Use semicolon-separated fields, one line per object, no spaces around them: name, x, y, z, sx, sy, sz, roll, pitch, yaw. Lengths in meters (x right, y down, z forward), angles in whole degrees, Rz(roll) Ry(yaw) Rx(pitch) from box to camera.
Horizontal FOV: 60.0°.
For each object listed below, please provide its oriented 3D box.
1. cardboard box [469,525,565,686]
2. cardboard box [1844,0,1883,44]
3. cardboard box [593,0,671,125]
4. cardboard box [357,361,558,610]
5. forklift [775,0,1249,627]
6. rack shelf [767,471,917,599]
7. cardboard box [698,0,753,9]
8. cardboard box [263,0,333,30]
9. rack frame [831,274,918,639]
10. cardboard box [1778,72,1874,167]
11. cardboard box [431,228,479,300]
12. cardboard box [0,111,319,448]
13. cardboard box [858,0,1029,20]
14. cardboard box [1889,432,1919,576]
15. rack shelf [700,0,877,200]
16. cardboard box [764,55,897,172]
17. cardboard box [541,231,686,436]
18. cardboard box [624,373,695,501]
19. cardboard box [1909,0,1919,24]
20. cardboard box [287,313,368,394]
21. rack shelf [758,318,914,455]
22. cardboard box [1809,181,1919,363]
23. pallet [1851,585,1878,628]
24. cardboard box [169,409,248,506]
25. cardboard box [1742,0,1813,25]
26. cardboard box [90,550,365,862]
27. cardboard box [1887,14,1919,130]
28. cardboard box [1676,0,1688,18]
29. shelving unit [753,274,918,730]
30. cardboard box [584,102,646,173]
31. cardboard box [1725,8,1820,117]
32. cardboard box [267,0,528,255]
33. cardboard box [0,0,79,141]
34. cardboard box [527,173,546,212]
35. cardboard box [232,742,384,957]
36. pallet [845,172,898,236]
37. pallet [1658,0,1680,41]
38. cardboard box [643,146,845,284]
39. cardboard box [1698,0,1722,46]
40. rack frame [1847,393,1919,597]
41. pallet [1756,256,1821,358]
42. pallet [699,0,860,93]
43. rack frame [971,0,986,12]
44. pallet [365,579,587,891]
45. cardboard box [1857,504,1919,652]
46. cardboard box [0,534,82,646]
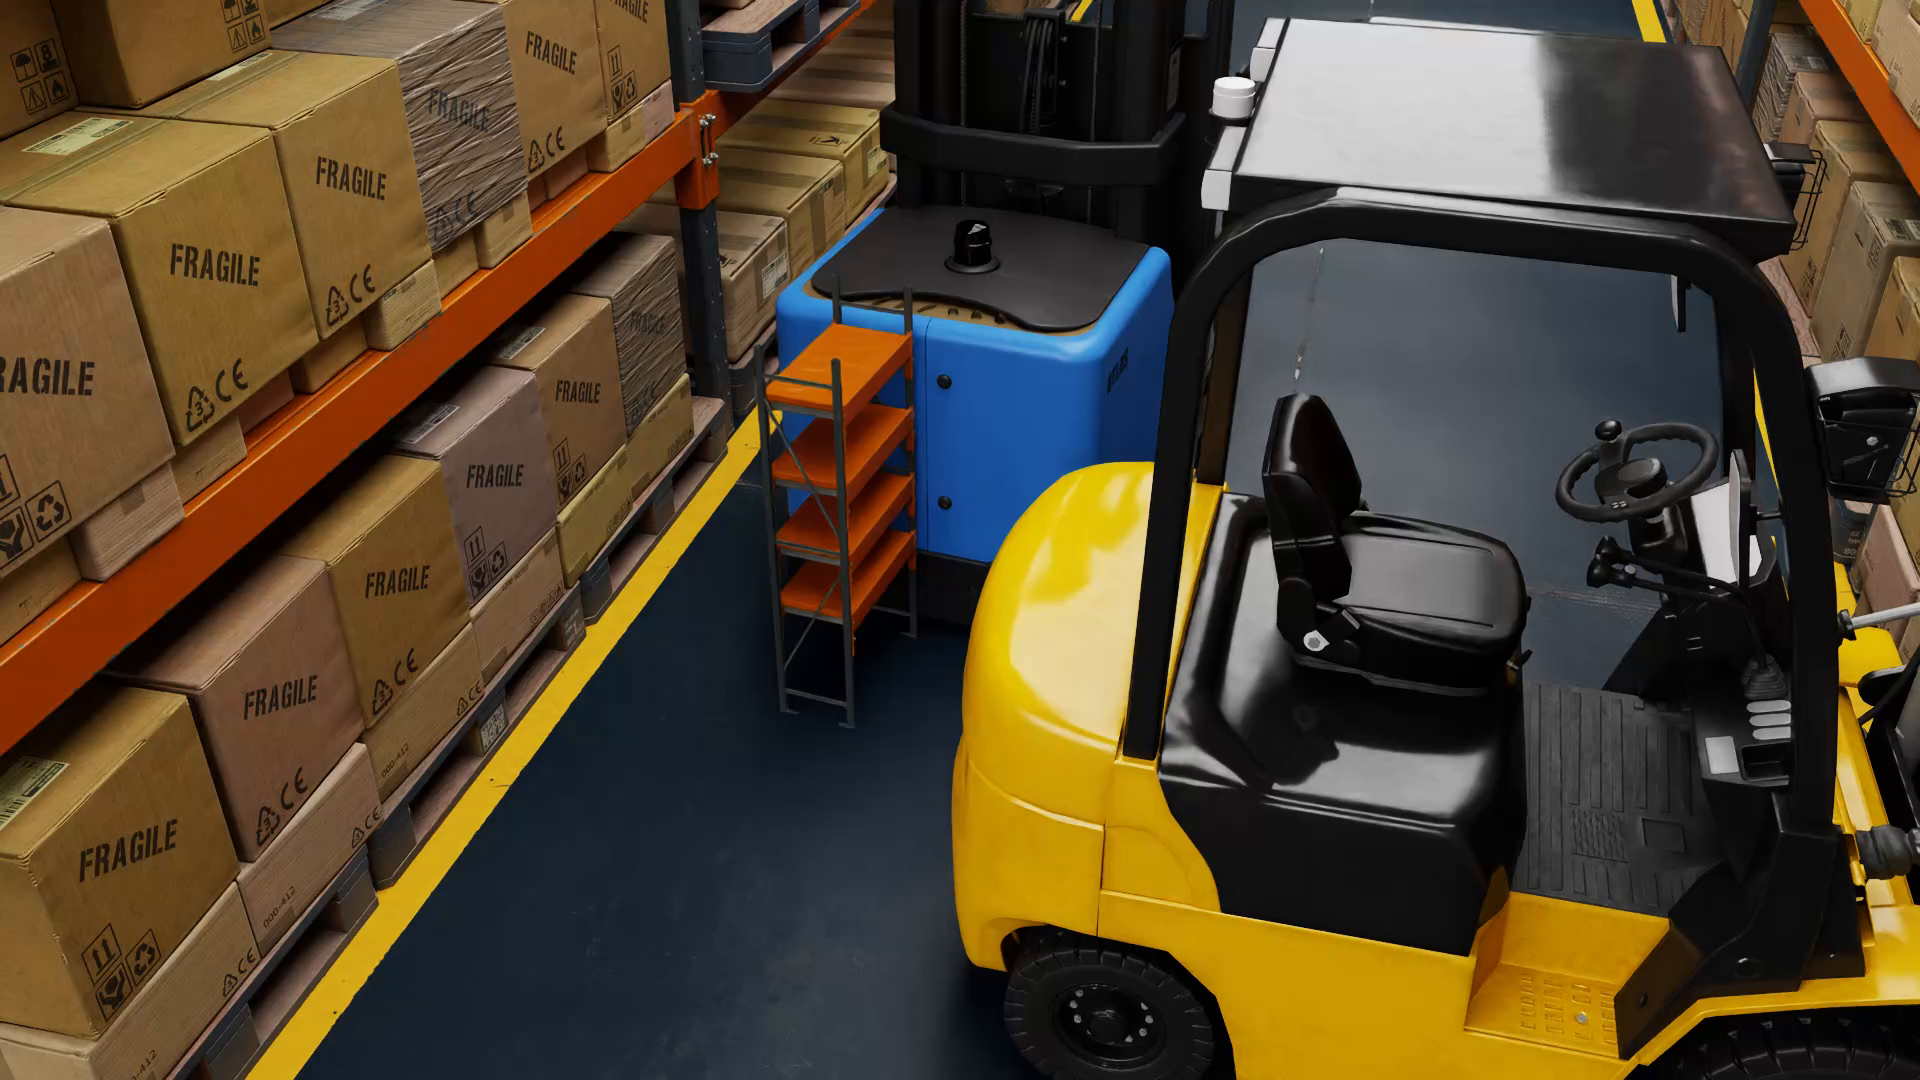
cardboard box;-1.517;0.149;4.891;0.500;0.250;0.500;9;33;13
cardboard box;3.711;-2.062;6.338;0.500;0.250;0.500;9;34;14
cardboard box;-1.240;-1.621;5.134;0.500;0.500;0.500;7;33;11
cardboard box;-1.514;-0.179;4.708;0.500;0.500;0.500;10;34;15
forklift;0.431;-1.694;5.682;1.130;2.935;3.031;11;34;17
rack shelf;-0.334;-0.041;4.821;0.258;0.148;0.480;11;34;17
cardboard box;-0.922;-2.033;5.995;0.380;0.149;0.250;8;33;13
cardboard box;-1.993;-1.590;4.153;0.700;0.500;0.500;7;33;11
rack frame;-0.248;-0.220;4.977;0.240;1.200;0.015;11;34;17
cardboard box;4.120;-1.633;7.345;0.875;0.625;0.625;9;34;14
cardboard box;-1.503;-0.747;4.364;0.380;0.149;0.250;7;33;12
cardboard box;-1.738;-0.552;3.452;0.500;0.500;0.500;7;33;11
cardboard box;-0.097;-3.422;9.925;0.875;0.875;0.875;8;33;12
cardboard box;3.013;-0.063;4.759;0.500;0.250;0.500;8;33;12
rack shelf;-0.860;-2.452;7.482;1.077;0.370;4.000;8;33;12
cardboard box;-0.685;-2.186;8.451;0.950;0.372;0.625;7;33;11
cardboard box;-1.258;-0.708;5.540;0.500;0.500;0.500;8;33;12
cardboard box;-1.258;-0.392;5.742;0.500;0.250;0.500;10;34;15
cardboard box;3.435;-1.749;5.380;0.500;0.250;0.500;7;33;11
cardboard box;-1.654;-0.486;3.953;0.380;0.149;0.250;7;33;11
rack shelf;-0.334;-0.429;4.574;0.258;0.148;0.480;11;34;17
cardboard box;3.760;-0.893;6.181;0.875;0.625;0.625;8;33;12
pallet;3.192;0.539;4.705;1.003;0.211;1.213;8;33;12
cardboard box;-1.758;-0.208;3.516;0.380;0.149;0.250;9;34;14
cardboard box;4.330;-2.807;8.703;0.380;0.149;0.250;6;33;10
cardboard box;-1.777;0.359;3.862;0.500;0.500;0.500;7;33;11
cardboard box;3.432;-1.540;5.516;0.500;0.250;0.500;8;33;12
cardboard box;4.868;-3.562;10.495;0.500;0.500;0.500;7;33;11
shelving unit;-0.334;-0.097;4.785;0.258;1.200;0.503;11;34;17
cardboard box;-1.211;-1.273;5.191;0.380;0.149;0.250;9;33;13
cardboard box;4.349;-2.491;8.811;0.500;0.500;0.500;9;34;14
cardboard box;-1.491;-1.083;4.288;0.500;0.500;0.500;9;34;14
cardboard box;-2.299;-1.067;3.330;0.700;0.500;0.500;8;33;12
cardboard box;-1.429;-1.021;4.795;0.380;0.149;0.250;8;33;12
cardboard box;-1.774;0.696;4.031;0.500;0.250;0.500;9;34;14
pallet;-0.864;-1.581;8.040;1.003;0.211;1.213;8;33;12
pallet;5.295;-3.592;11.203;1.003;0.211;1.213;8;33;12
cardboard box;-1.058;-1.432;7.265;0.950;0.372;0.625;10;34;15
cardboard box;4.616;-3.021;9.645;0.500;0.500;0.500;9;34;14
rack frame;3.435;-1.044;4.597;1.000;3.000;0.127;8;33;12
pallet;3.891;-0.890;6.954;1.003;0.211;1.213;8;33;12
pallet;-1.033;-2.014;6.301;1.003;0.211;1.213;8;33;12
rack frame;-0.353;-3.794;8.922;1.000;3.000;0.127;8;33;12
pallet;-1.811;0.447;4.850;1.003;0.211;1.213;8;33;12
cardboard box;2.991;0.145;4.898;0.500;0.250;0.500;8;33;13
cardboard box;-1.900;0.056;3.100;0.380;0.149;0.250;7;33;11
